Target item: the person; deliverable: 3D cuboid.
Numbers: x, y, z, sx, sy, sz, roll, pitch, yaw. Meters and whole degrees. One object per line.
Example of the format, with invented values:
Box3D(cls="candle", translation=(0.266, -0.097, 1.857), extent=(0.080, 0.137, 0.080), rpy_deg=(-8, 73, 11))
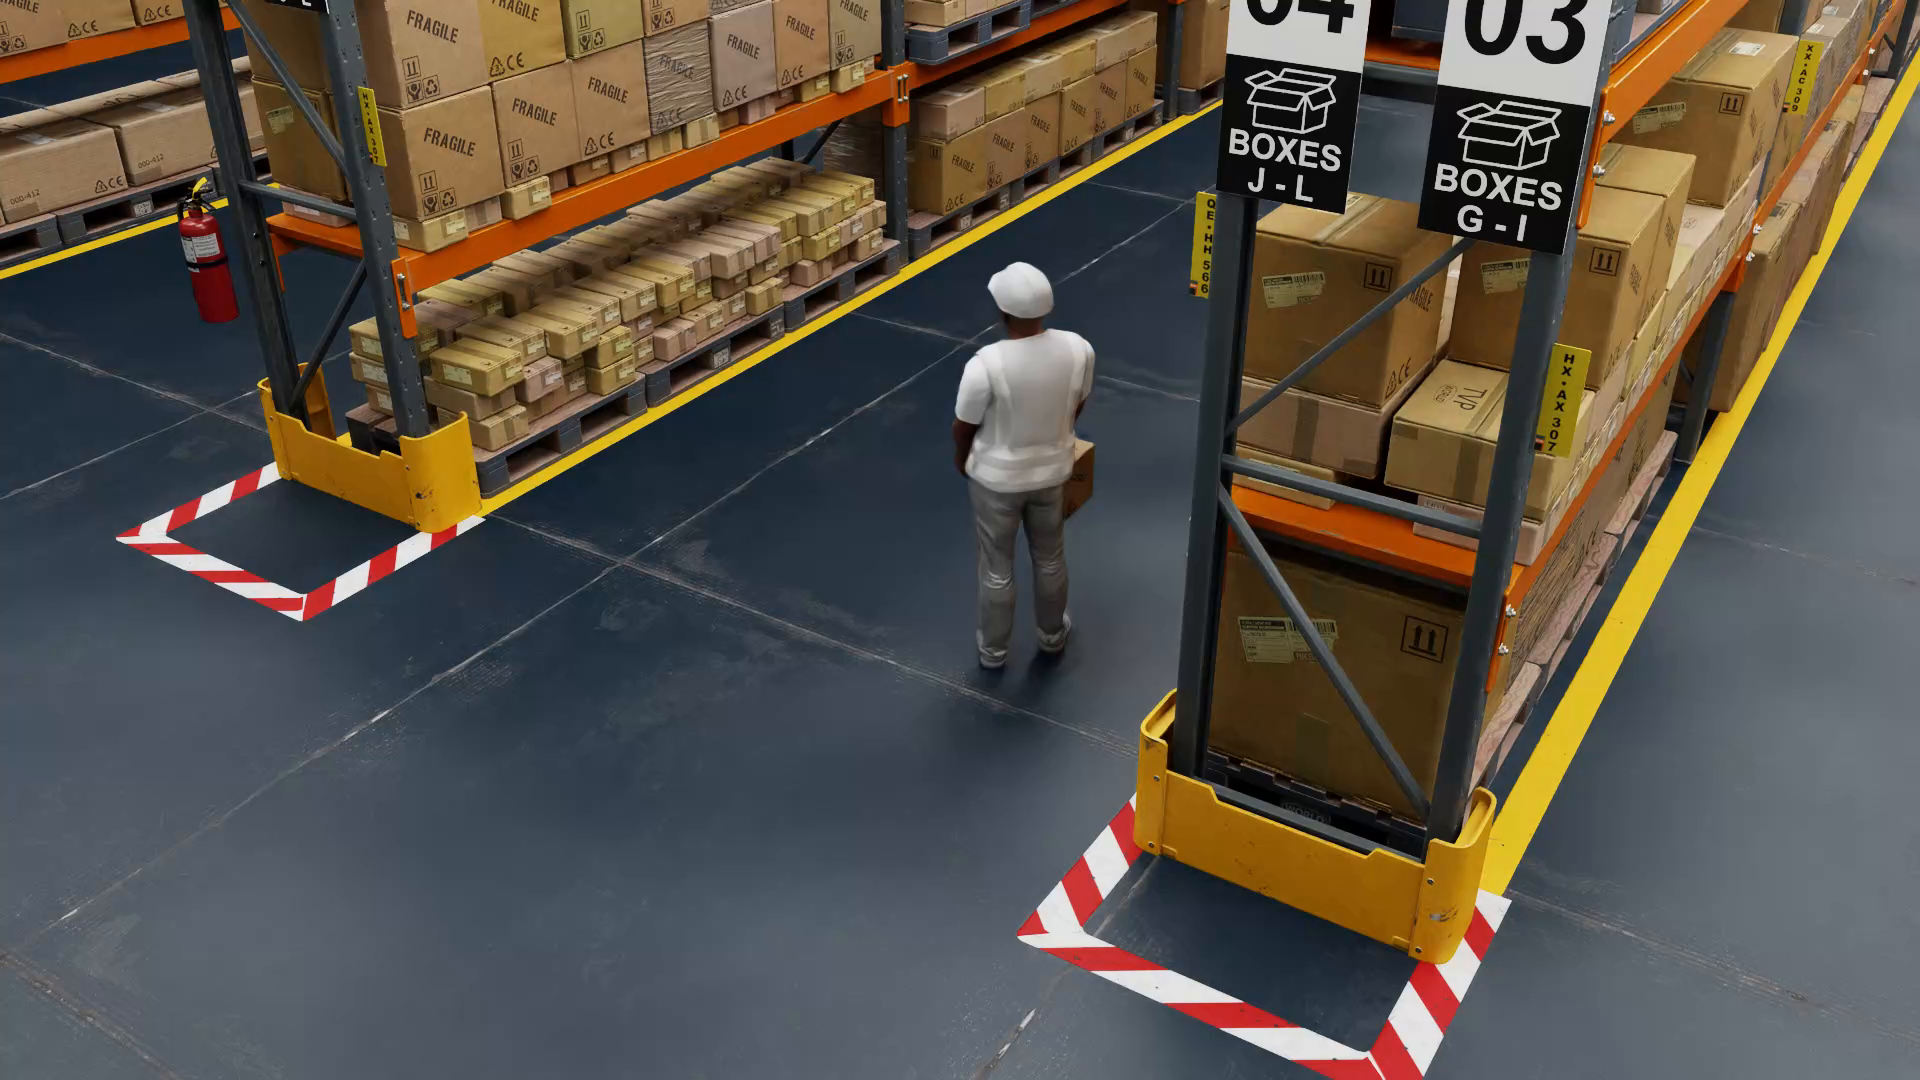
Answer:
Box3D(cls="person", translation=(0.238, -0.290, 6.581), extent=(0.605, 1.769, 0.487), rpy_deg=(-12, 32, -20))
